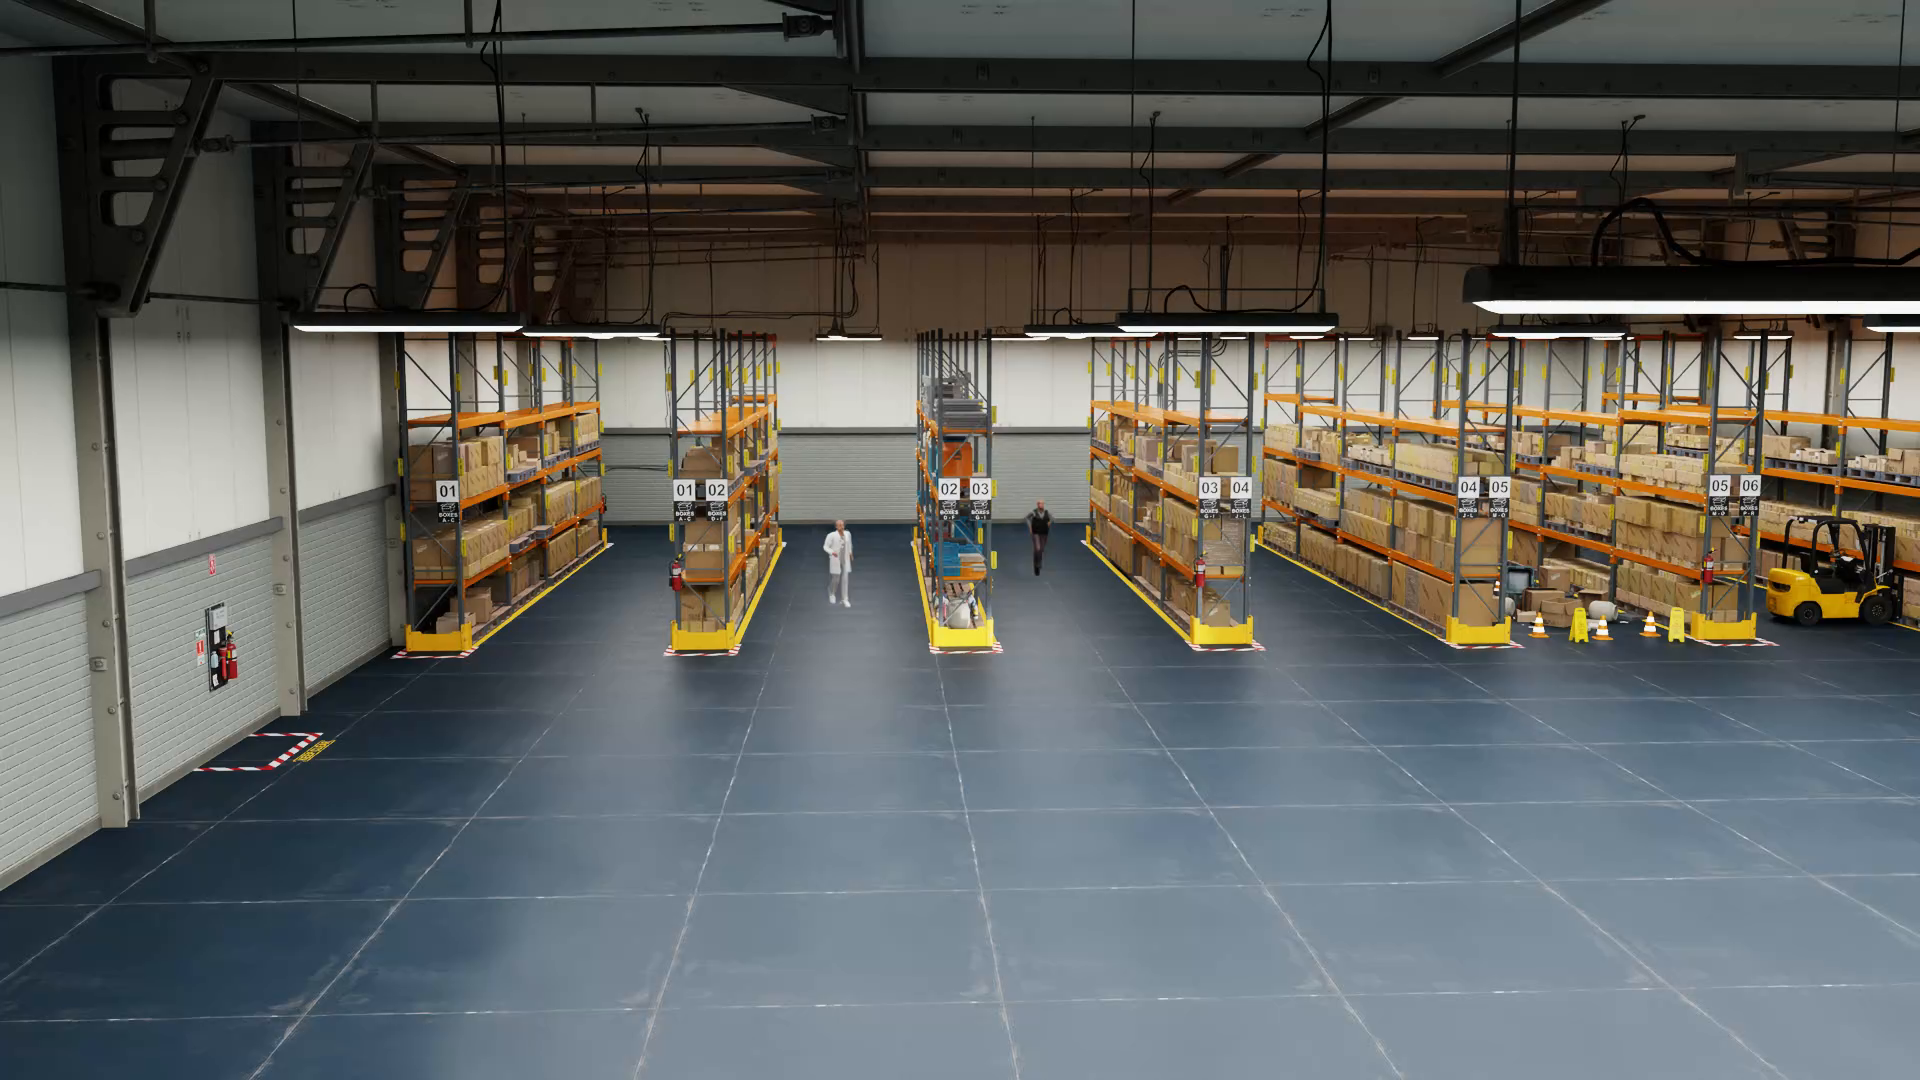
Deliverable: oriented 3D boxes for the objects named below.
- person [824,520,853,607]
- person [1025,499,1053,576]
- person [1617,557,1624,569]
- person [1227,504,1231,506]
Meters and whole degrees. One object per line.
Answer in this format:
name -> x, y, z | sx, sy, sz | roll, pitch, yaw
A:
person -> -2.530, 0.466, 34.785 | 0.688, 1.794, 0.900 | -3, 7, -25
person -> 1.934, -0.069, 40.183 | 0.635, 1.826, 0.756 | -2, 7, -19
person -> 16.001, 0.253, 39.765 | 0.564, 1.601, 0.858 | -1, 7, -7
person -> 7.418, -0.786, 47.750 | 0.730, 1.736, 0.896 | 1, 7, 11
